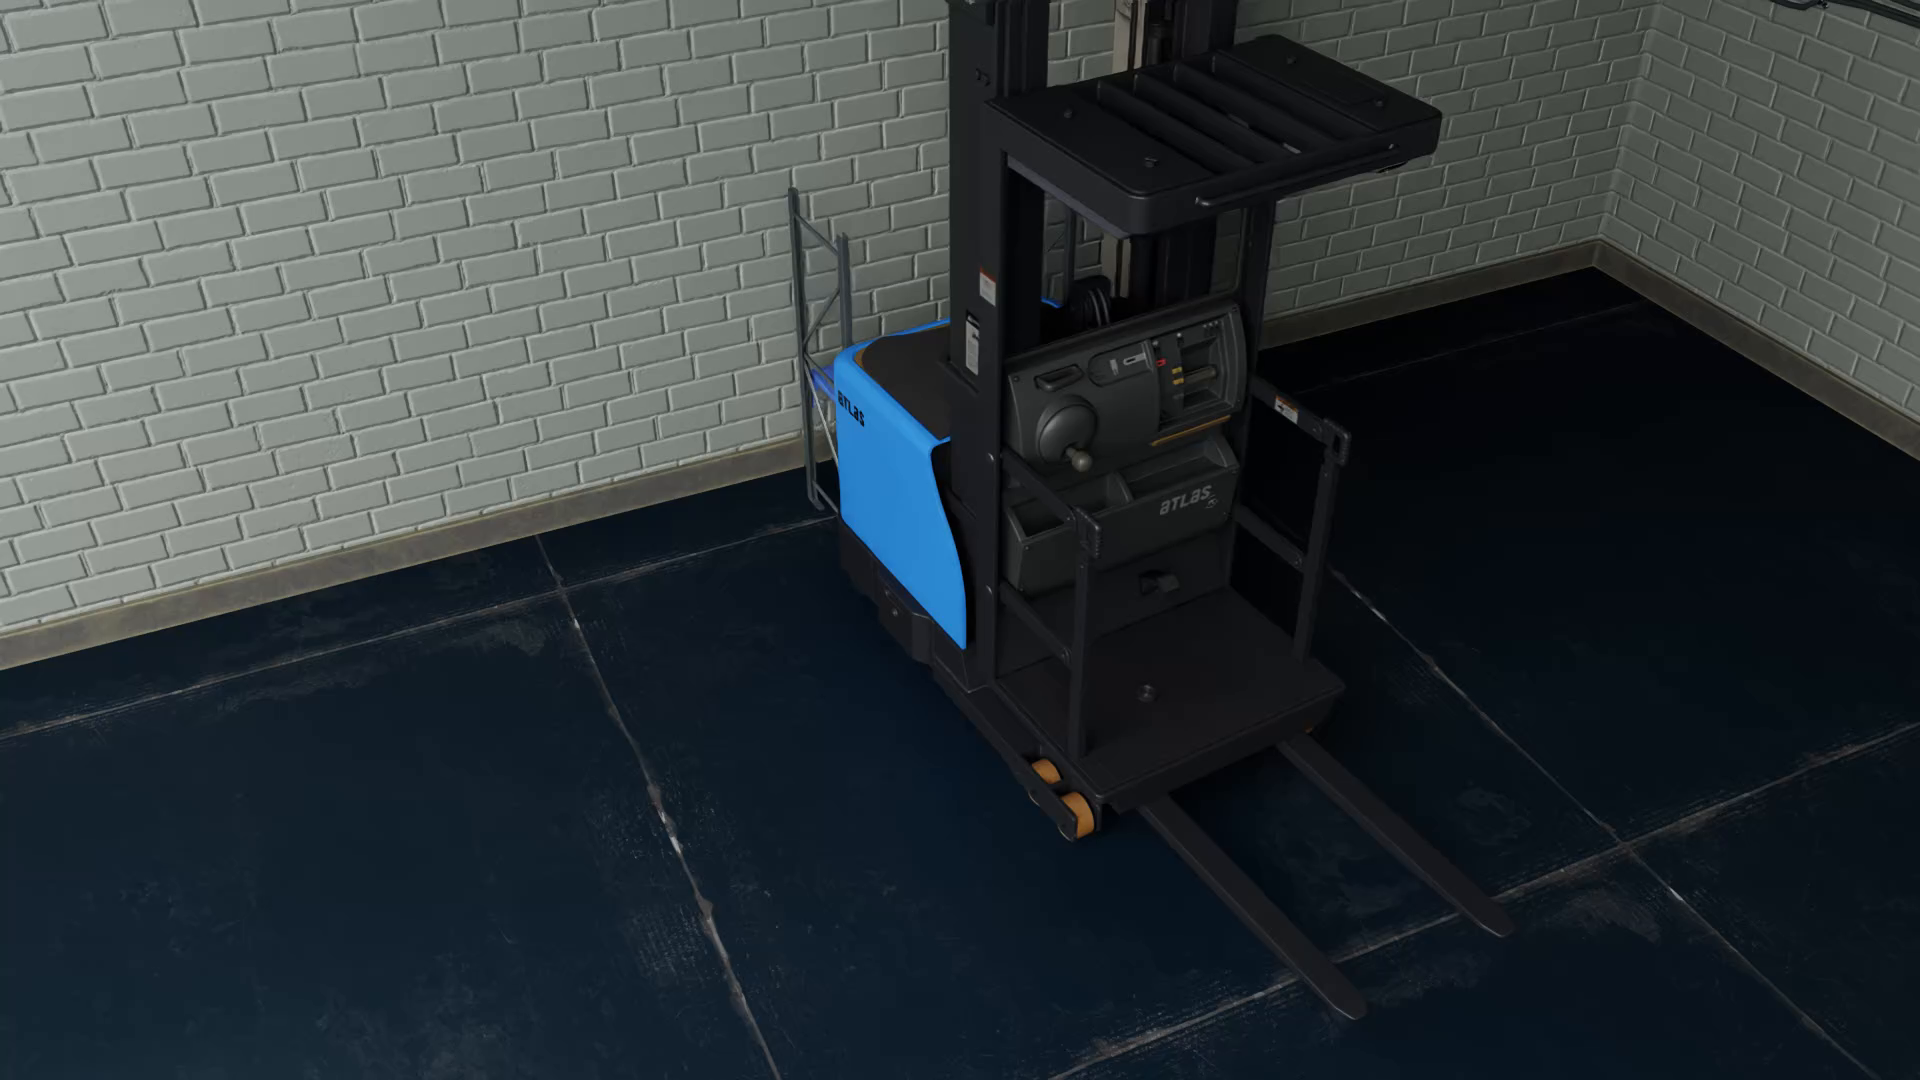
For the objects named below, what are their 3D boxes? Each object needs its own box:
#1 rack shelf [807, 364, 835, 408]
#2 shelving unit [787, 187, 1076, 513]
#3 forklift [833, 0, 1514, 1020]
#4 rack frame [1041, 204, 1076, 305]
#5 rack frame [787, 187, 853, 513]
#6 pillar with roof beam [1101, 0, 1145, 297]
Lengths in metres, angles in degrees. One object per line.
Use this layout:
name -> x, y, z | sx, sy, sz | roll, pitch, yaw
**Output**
rack shelf -> -0.108, -0.671, 7.197 | 1.000, 0.185, 0.538 | -18, 40, -23
shelving unit -> -0.108, -0.815, 7.090 | 1.048, 1.500, 0.538 | -18, 40, -23
forklift -> 0.681, -0.444, 5.389 | 1.130, 2.935, 3.031 | -20, 41, -24
rack frame -> 0.337, -0.961, 7.286 | 0.032, 1.500, 0.500 | -18, 40, -23
rack frame -> -0.554, -0.669, 6.893 | 0.032, 1.500, 0.500 | -18, 40, -23
pillar with roof beam -> 2.739, -2.014, 2.411 | 0.400, 9.000, 9.100 | -16, 39, -20
